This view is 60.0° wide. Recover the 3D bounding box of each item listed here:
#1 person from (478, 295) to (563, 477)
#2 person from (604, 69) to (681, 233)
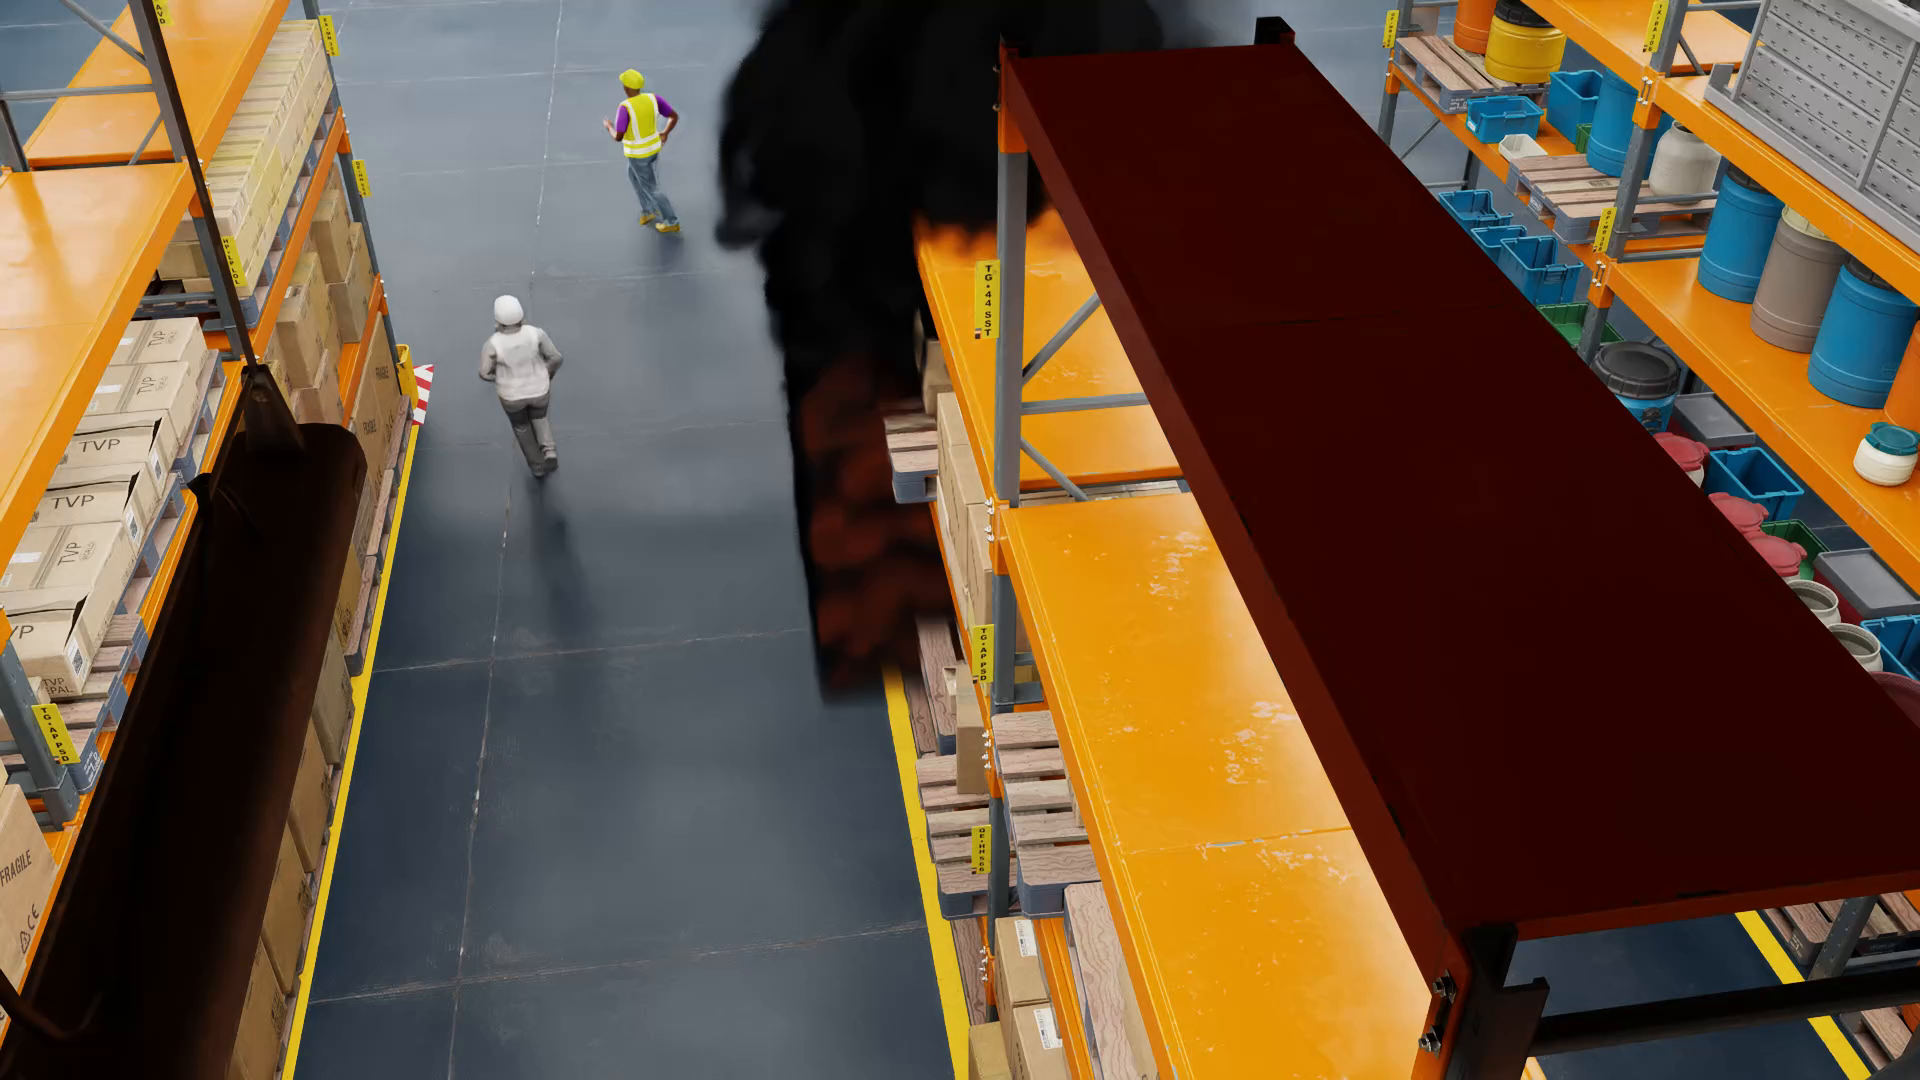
[{"bbox_3d":[-3.582,-1.232,13.677,0.671,1.728,0.597,-15,39,-20],"label":"person"},{"bbox_3d":[-3.340,-4.035,17.488,0.765,1.834,0.654,19,40,23],"label":"person"}]
